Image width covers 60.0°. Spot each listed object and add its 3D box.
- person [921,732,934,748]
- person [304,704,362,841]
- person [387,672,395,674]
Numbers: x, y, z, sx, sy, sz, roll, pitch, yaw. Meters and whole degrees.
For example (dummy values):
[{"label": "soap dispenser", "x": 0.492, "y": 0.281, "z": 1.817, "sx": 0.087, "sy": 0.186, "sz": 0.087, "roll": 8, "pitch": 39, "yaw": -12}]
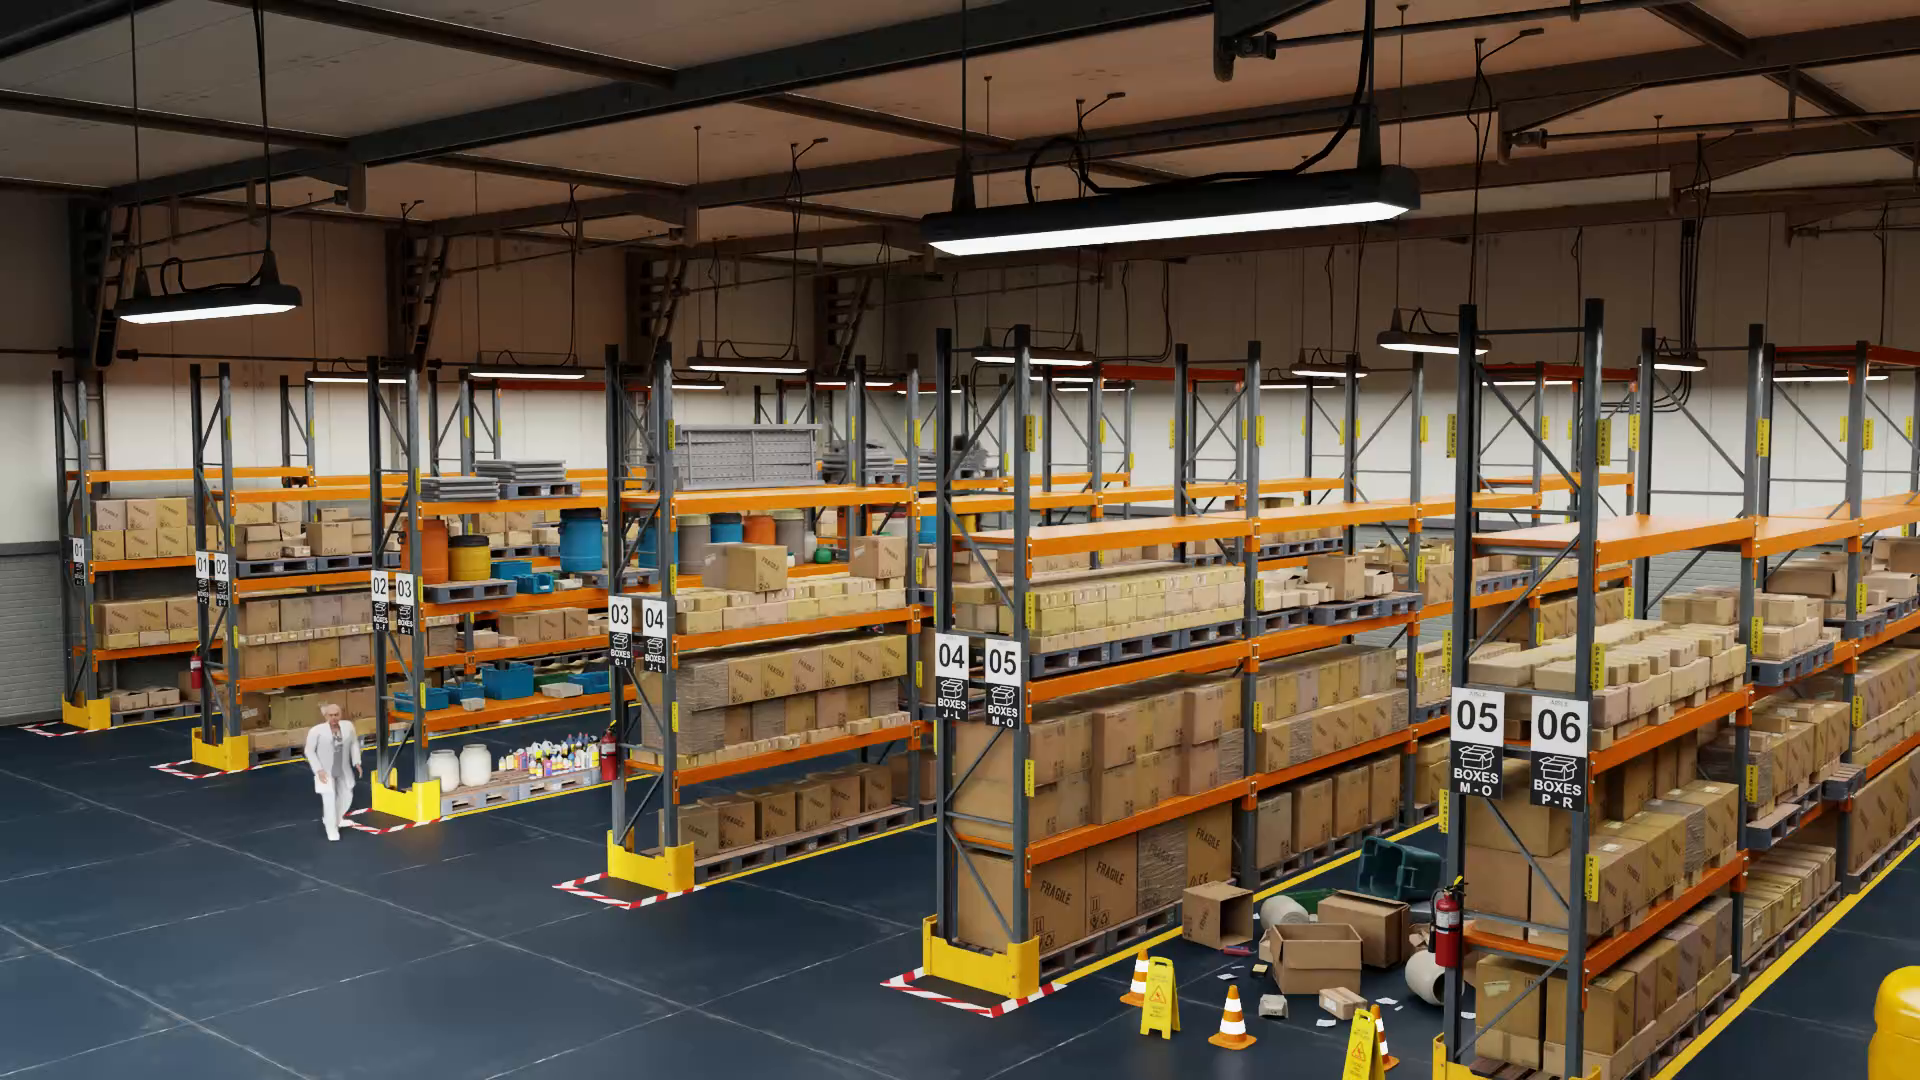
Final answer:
[{"label": "person", "x": -0.486, "y": 2.496, "z": 25.315, "sx": 0.500, "sy": 1.760, "sz": 0.654, "roll": -1, "pitch": 4, "yaw": -20}, {"label": "person", "x": -7.737, "y": 2.831, "z": 20.475, "sx": 0.724, "sy": 1.717, "sz": 0.770, "roll": -4, "pitch": 6, "yaw": -43}, {"label": "person", "x": -10.345, "y": 2.165, "z": 30.207, "sx": 0.598, "sy": 1.661, "sz": 0.942, "roll": 1, "pitch": 4, "yaw": 18}]
